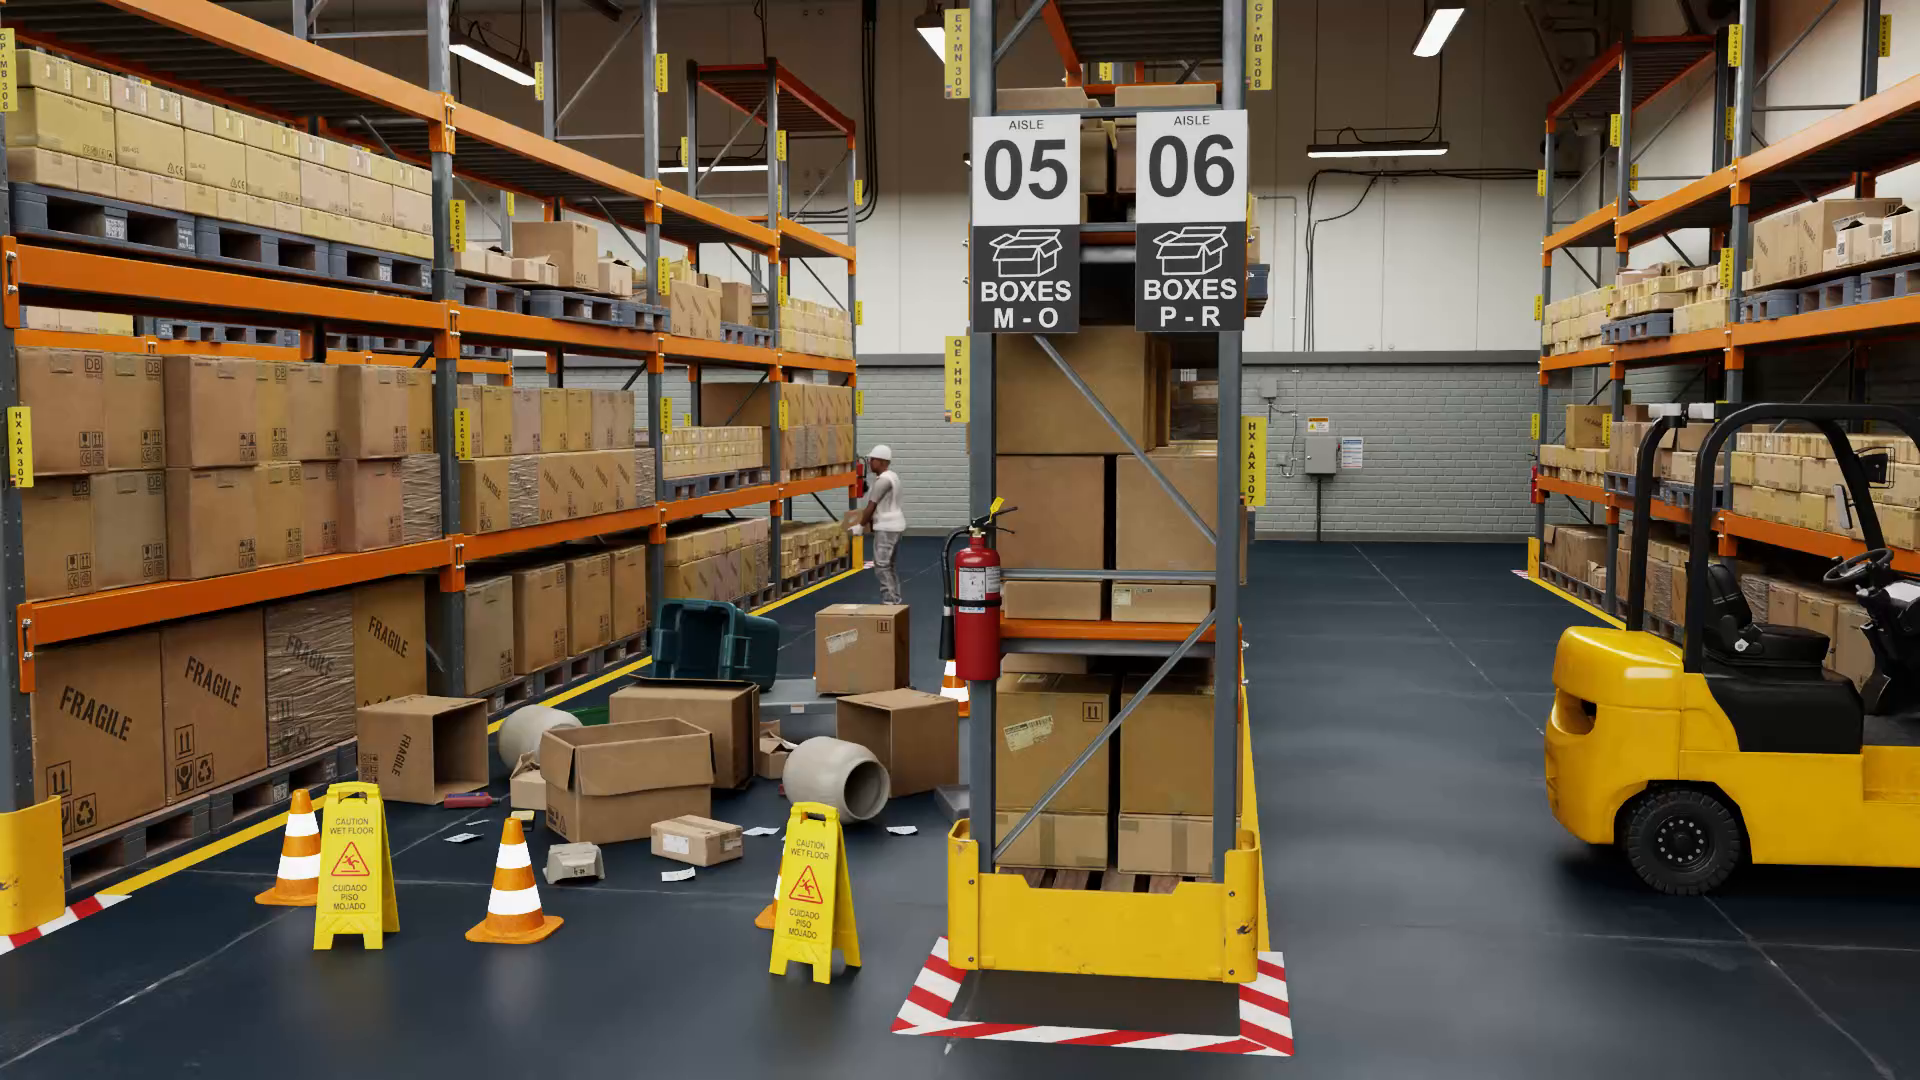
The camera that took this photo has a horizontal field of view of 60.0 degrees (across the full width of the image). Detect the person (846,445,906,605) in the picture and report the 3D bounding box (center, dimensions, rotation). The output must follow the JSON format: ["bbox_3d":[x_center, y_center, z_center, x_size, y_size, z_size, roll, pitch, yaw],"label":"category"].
[{"bbox_3d":[-0.852,-0.082,17.036,0.587,1.778,0.491,1,4,8],"label":"person"}]
